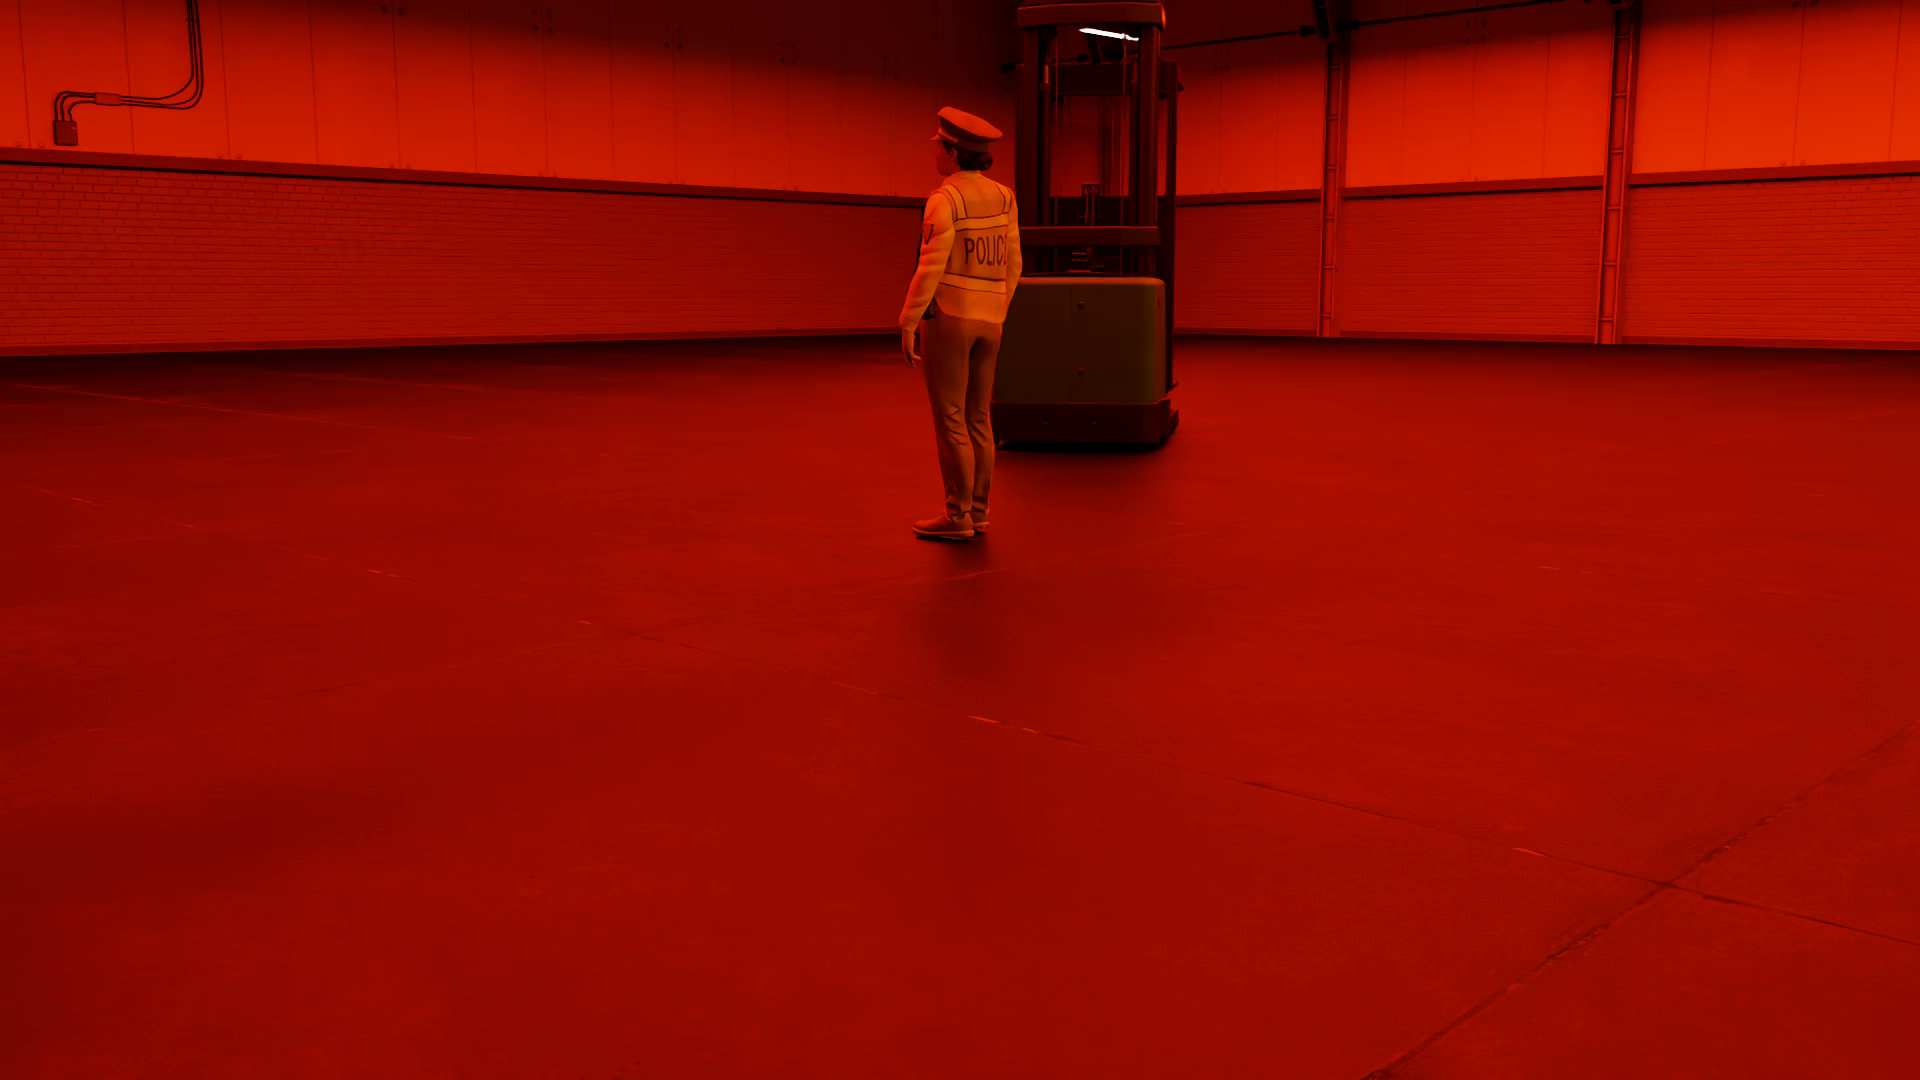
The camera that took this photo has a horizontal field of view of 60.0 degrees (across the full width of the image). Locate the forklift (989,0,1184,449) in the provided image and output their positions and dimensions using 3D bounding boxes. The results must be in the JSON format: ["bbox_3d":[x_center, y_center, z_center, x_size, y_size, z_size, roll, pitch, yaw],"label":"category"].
[{"bbox_3d":[0.959,-2.202,11.499,1.130,2.935,3.031,2,9,11],"label":"forklift"}]

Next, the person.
[{"bbox_3d":[-0.045,-0.853,6.643,0.530,1.694,0.586,8,12,43],"label":"person"}]
